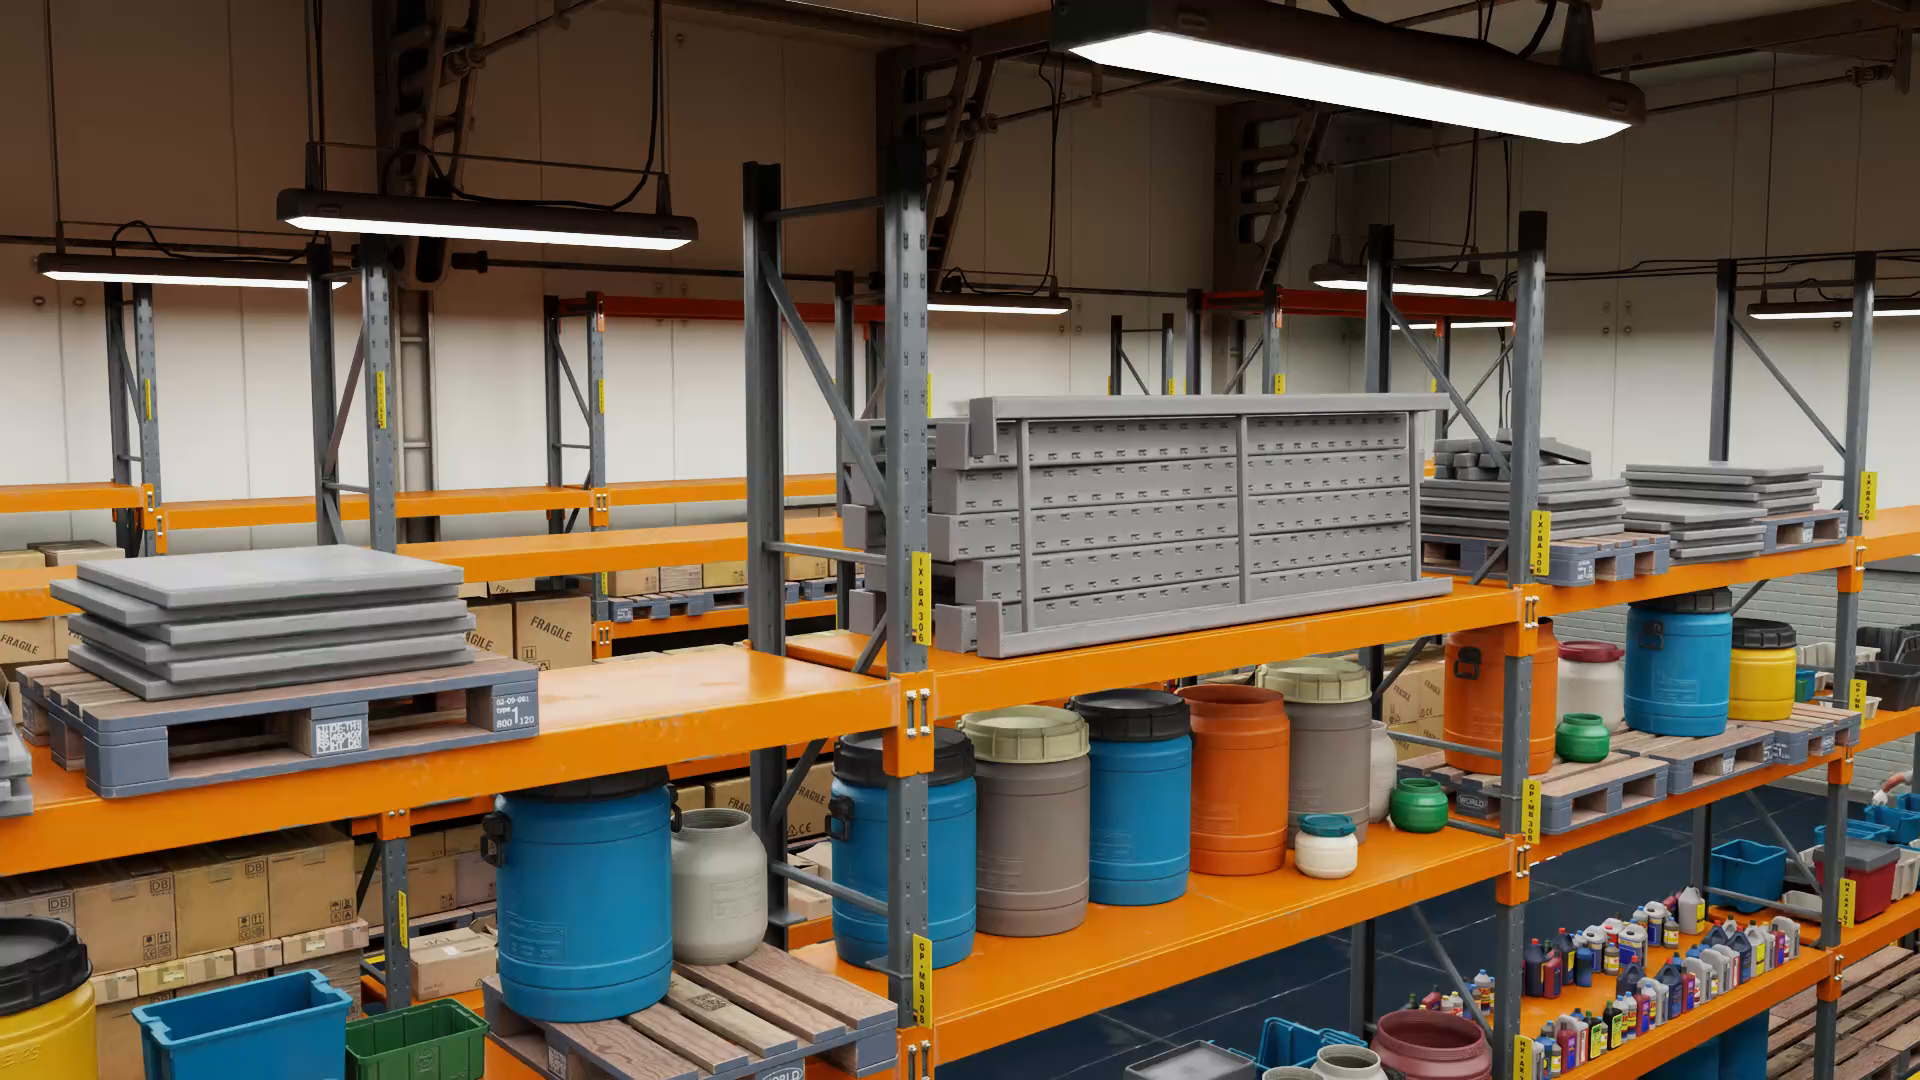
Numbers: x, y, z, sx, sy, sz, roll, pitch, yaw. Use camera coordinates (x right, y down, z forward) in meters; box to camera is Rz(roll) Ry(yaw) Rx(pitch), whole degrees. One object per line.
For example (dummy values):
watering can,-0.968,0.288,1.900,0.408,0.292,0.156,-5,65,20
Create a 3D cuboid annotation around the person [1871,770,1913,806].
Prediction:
person,9.409,2.799,16.172,0.652,1.571,1.115,-1,6,-15
